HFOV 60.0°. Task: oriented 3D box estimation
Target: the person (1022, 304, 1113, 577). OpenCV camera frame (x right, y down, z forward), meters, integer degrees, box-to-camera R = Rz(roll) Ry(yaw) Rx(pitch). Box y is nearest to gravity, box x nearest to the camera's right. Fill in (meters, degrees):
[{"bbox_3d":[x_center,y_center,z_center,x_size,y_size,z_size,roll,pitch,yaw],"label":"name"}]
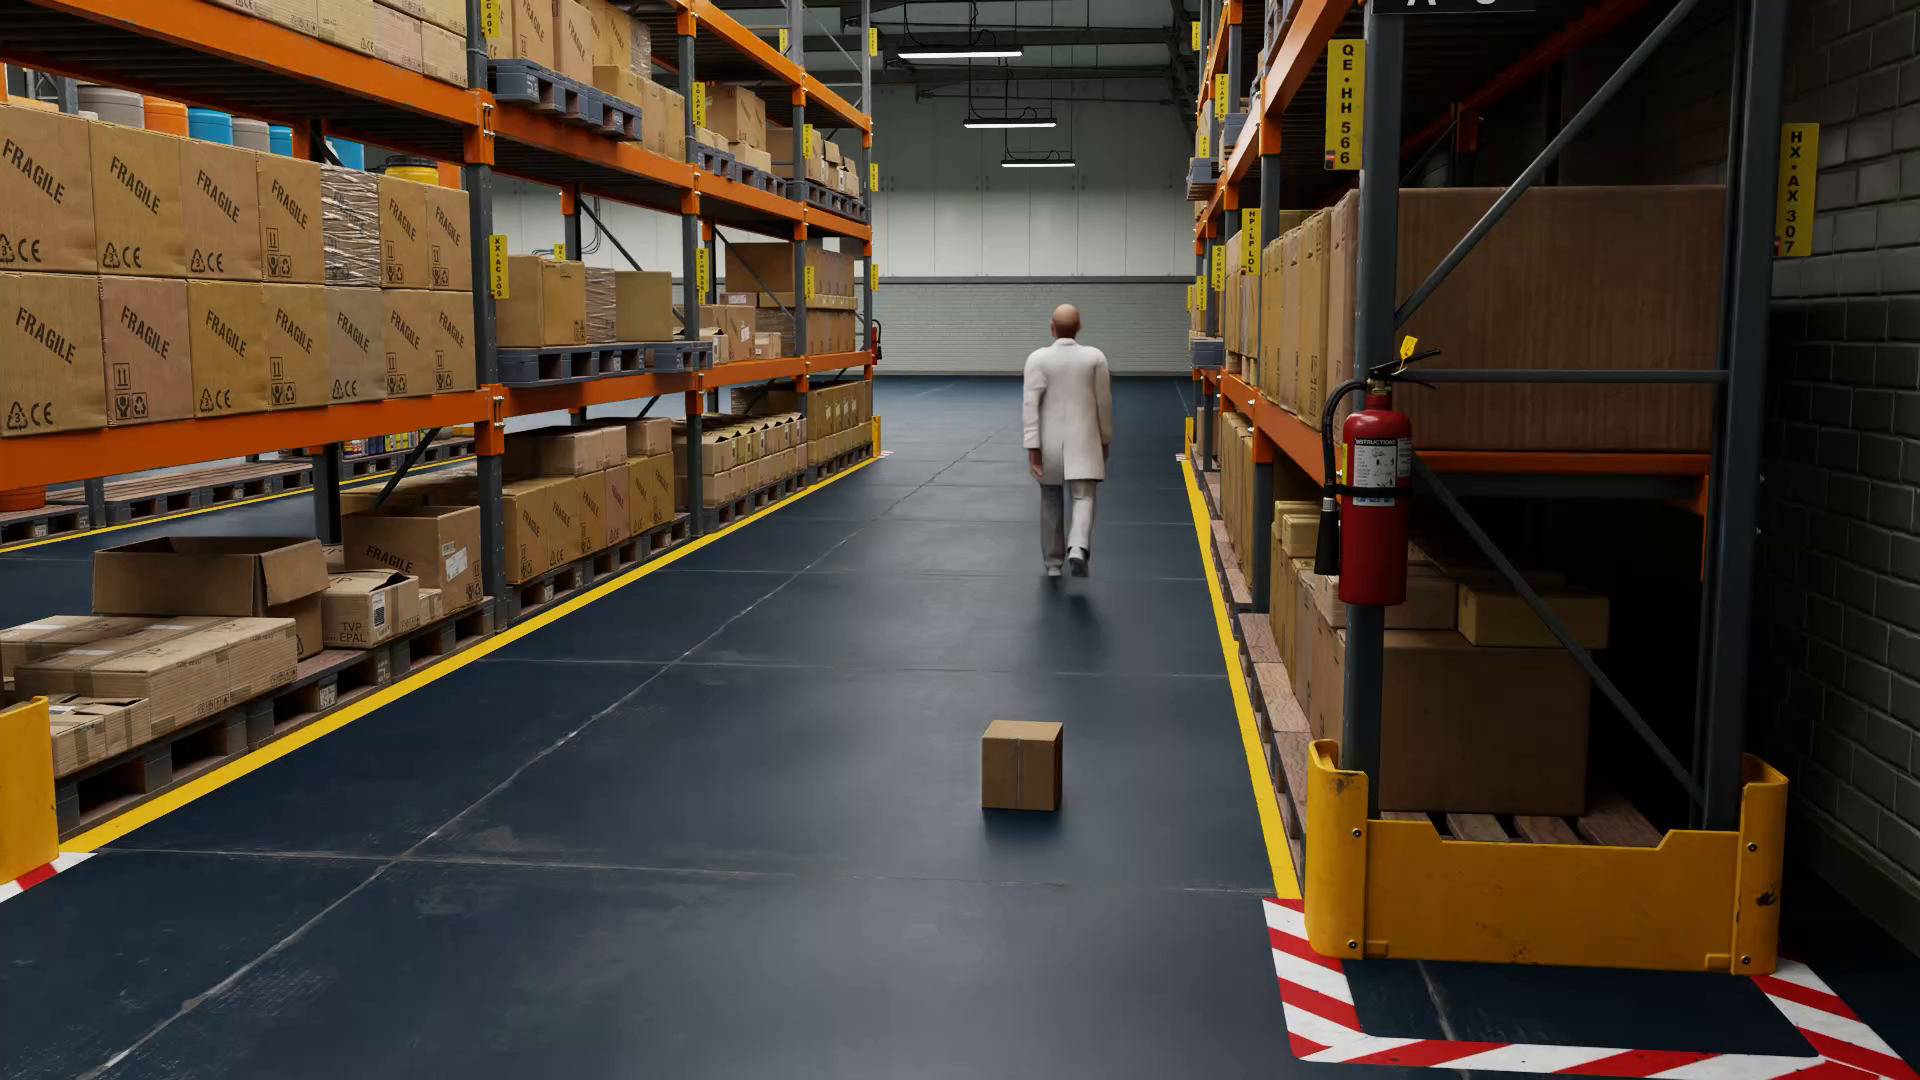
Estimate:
[{"bbox_3d":[0.680,-0.607,10.475,0.555,1.741,0.985,1,7,7],"label":"person"}]
